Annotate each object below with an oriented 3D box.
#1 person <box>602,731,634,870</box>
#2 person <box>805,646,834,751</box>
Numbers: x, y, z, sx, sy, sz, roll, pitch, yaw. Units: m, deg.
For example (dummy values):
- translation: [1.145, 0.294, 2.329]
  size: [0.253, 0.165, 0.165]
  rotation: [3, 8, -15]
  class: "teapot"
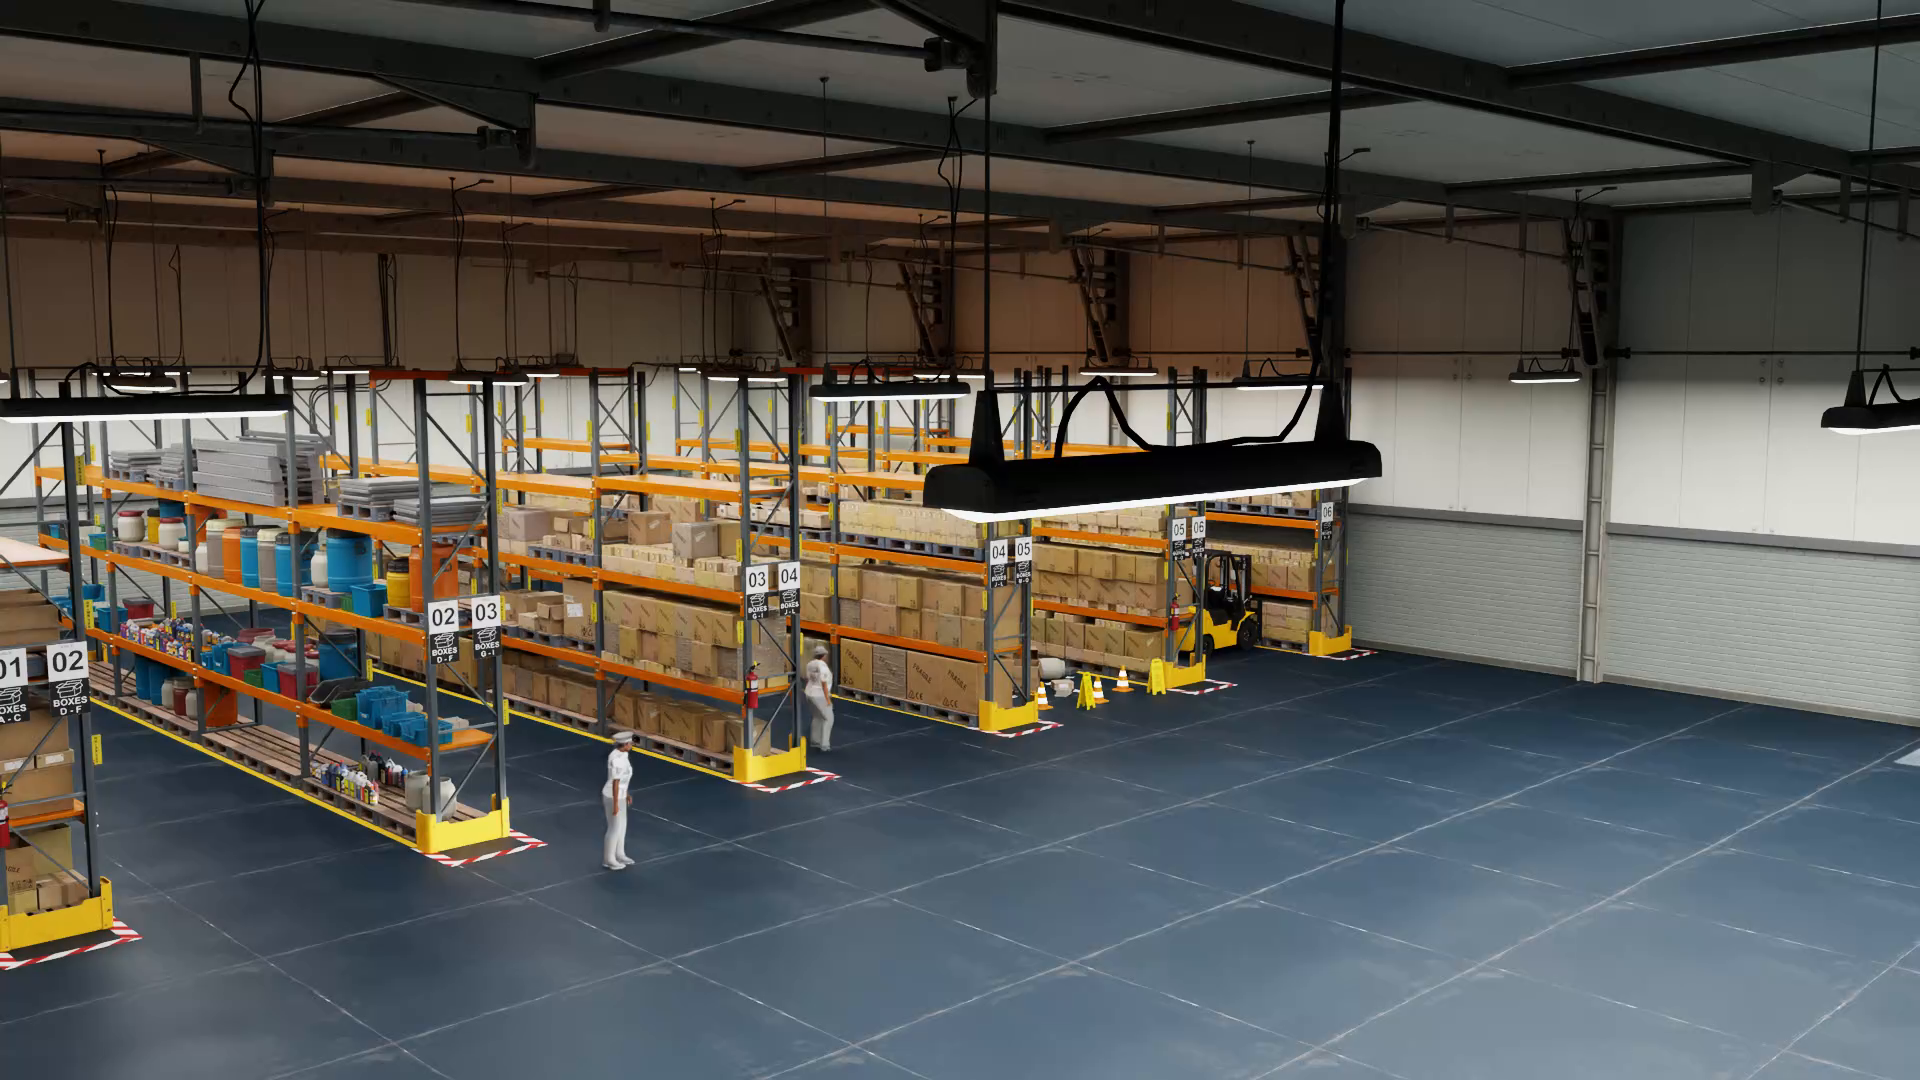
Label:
- translation: [-4.223, 3.203, 20.526]
  size: [0.418, 1.667, 0.498]
  rotation: [-1, 7, -9]
  class: "person"
- translation: [-2.262, 2.550, 26.636]
  size: [0.403, 1.728, 0.520]
  rotation: [-3, 7, -28]
  class: "person"
